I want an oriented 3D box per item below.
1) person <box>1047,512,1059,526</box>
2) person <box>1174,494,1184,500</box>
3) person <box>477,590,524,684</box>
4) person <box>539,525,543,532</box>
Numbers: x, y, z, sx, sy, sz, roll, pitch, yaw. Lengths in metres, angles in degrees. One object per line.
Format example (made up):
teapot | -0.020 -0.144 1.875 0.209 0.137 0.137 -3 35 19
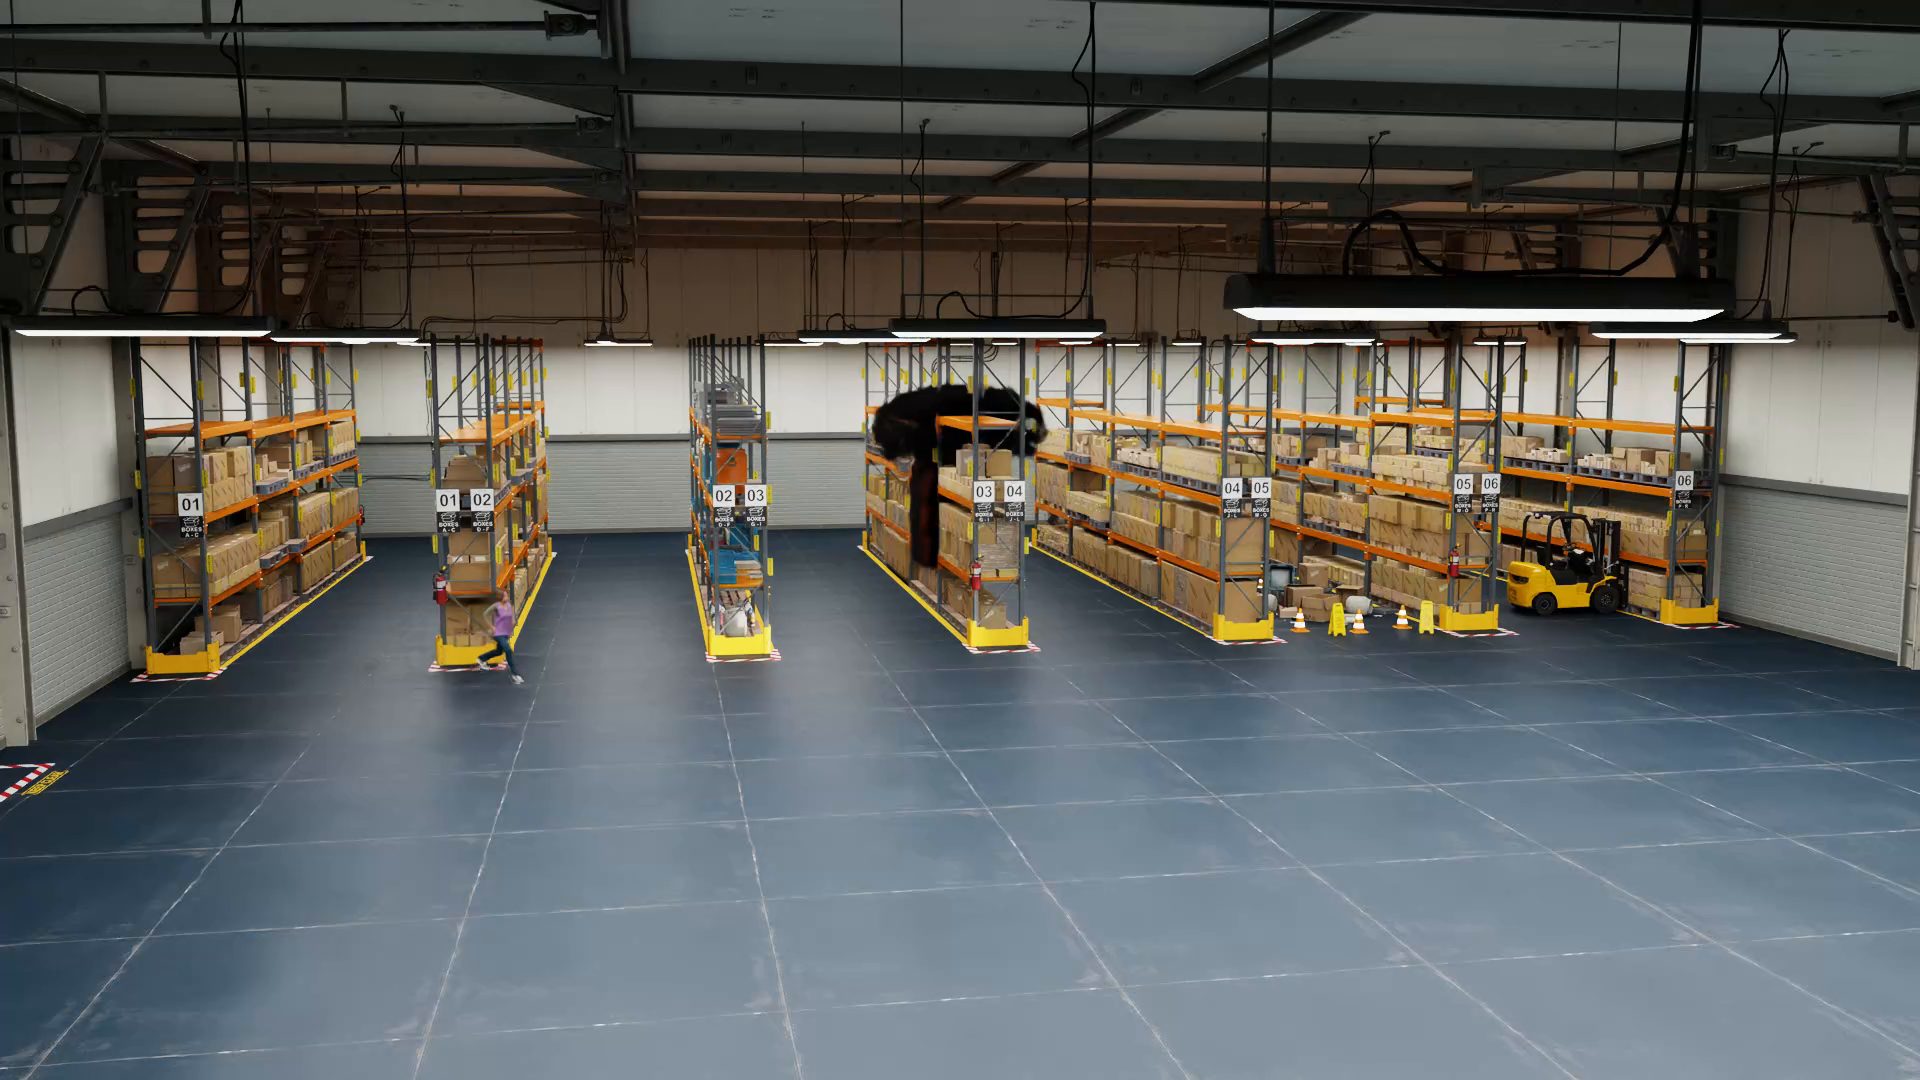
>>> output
person | 2.871 -0.785 49.924 0.571 1.658 0.737 1 7 10
person | 6.662 -0.901 50.611 0.726 1.711 0.533 -2 7 -19
person | -7.957 1.651 28.765 1.036 1.606 0.495 2 7 20
person | -12.361 -0.562 47.660 0.836 1.854 0.652 2 7 16
